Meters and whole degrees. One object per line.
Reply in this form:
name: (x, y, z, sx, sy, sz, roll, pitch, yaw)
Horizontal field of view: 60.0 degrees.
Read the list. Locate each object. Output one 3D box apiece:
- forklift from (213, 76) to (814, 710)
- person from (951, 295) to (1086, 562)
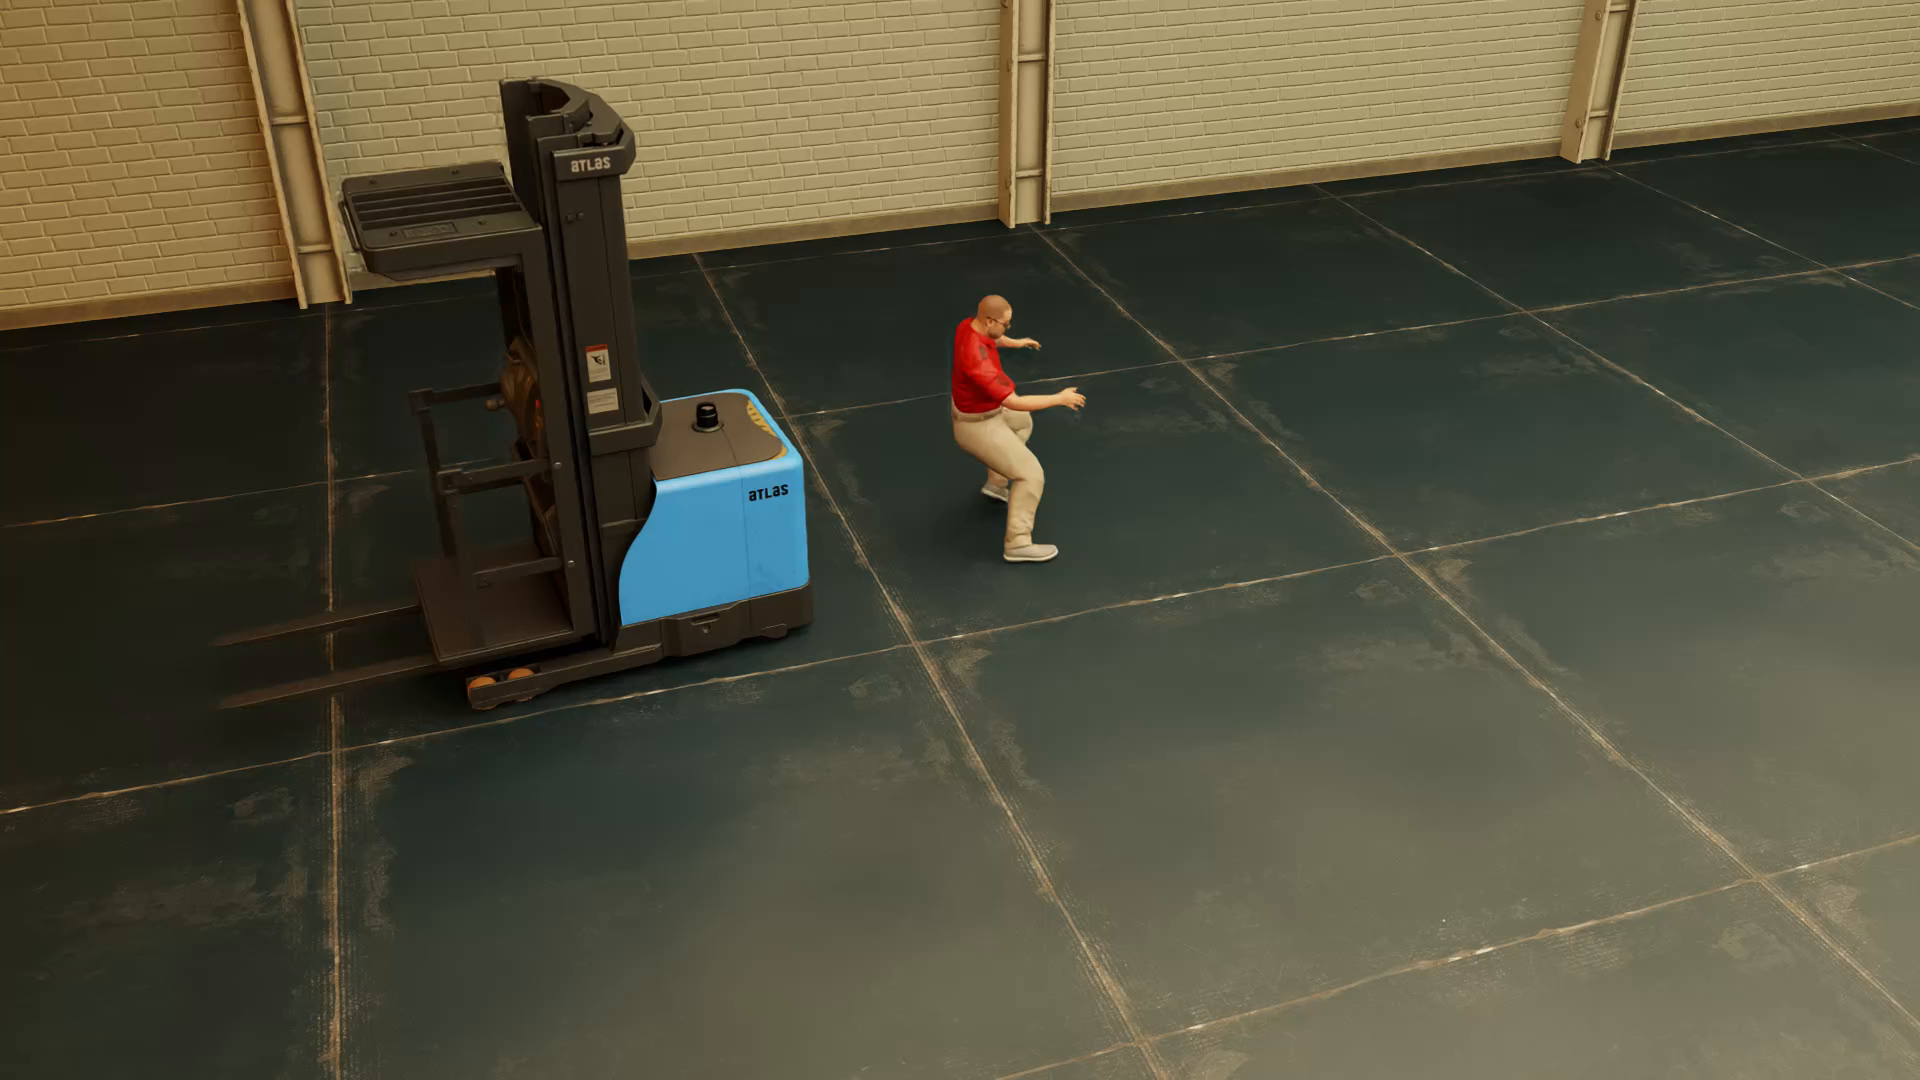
forklift: (-2.372, -0.700, 8.304, 3.031, 2.935, 1.130, -12, 32, -20)
person: (0.325, -0.760, 9.811, 0.746, 1.527, 0.959, -3, 30, -5)
